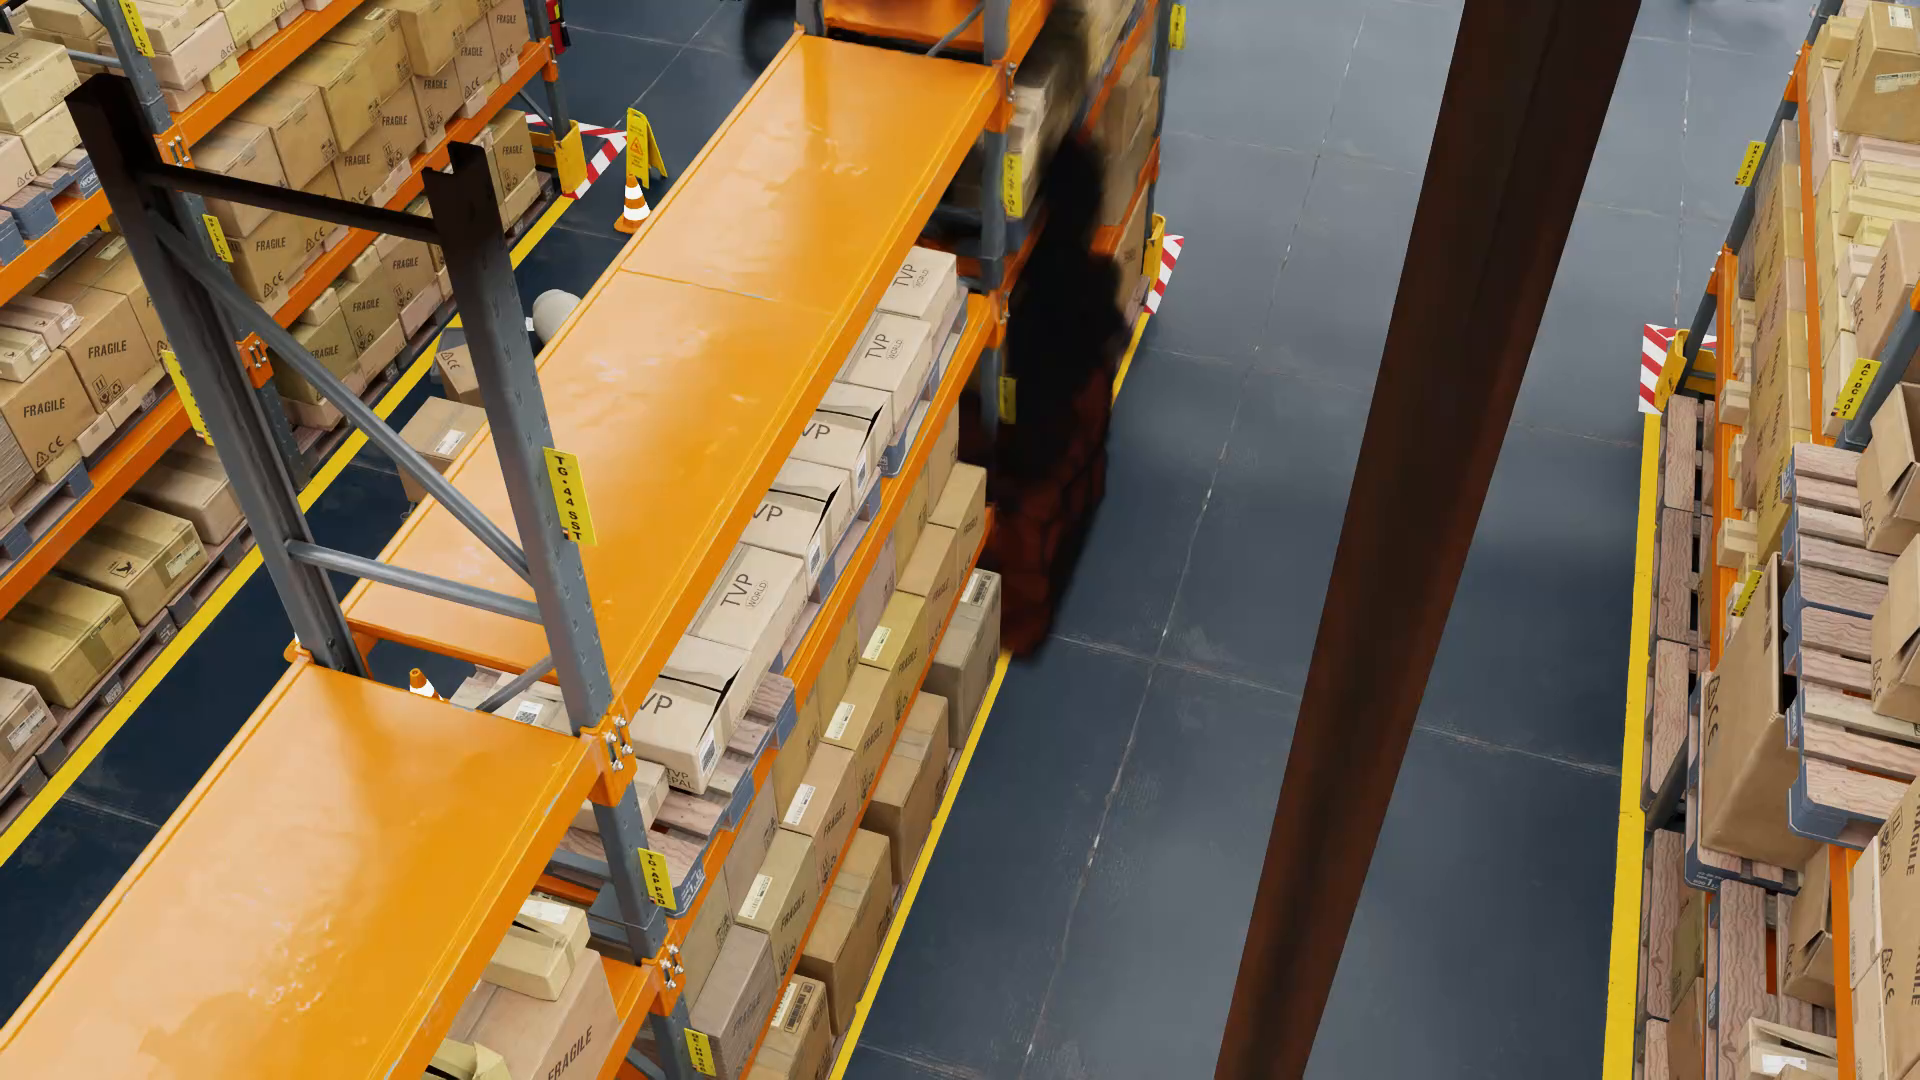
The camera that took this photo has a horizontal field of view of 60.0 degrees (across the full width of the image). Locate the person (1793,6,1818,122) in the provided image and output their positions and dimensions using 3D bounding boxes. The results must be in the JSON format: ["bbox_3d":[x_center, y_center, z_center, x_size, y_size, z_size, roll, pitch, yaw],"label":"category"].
[{"bbox_3d":[7.431,-4.105,14.036,0.718,1.642,0.518,33,54,28],"label":"person"}]
